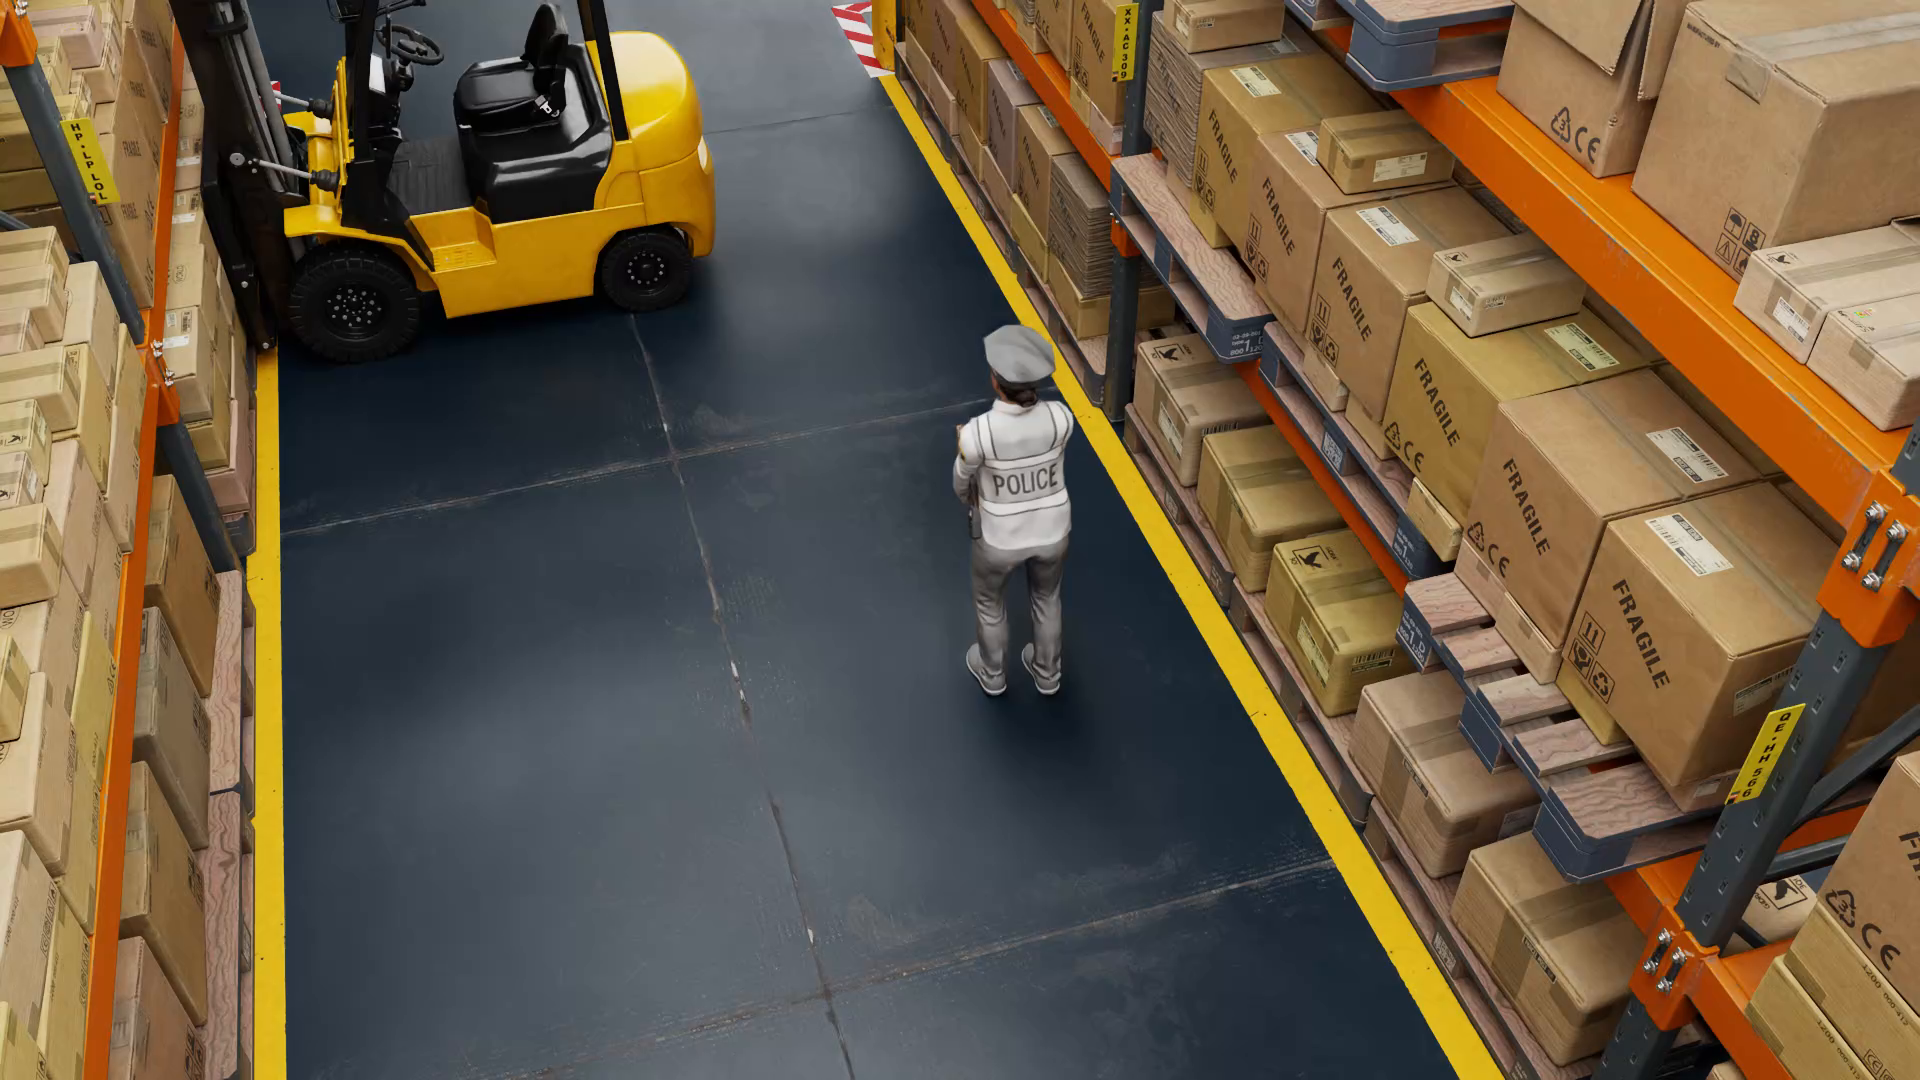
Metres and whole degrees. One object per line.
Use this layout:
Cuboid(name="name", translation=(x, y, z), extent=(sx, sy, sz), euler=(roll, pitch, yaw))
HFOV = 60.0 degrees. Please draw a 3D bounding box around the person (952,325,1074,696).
Cuboid(name="person", translation=(0.187, -0.089, 6.256), extent=(0.416, 1.674, 0.535), euler=(-11, 44, -12))
